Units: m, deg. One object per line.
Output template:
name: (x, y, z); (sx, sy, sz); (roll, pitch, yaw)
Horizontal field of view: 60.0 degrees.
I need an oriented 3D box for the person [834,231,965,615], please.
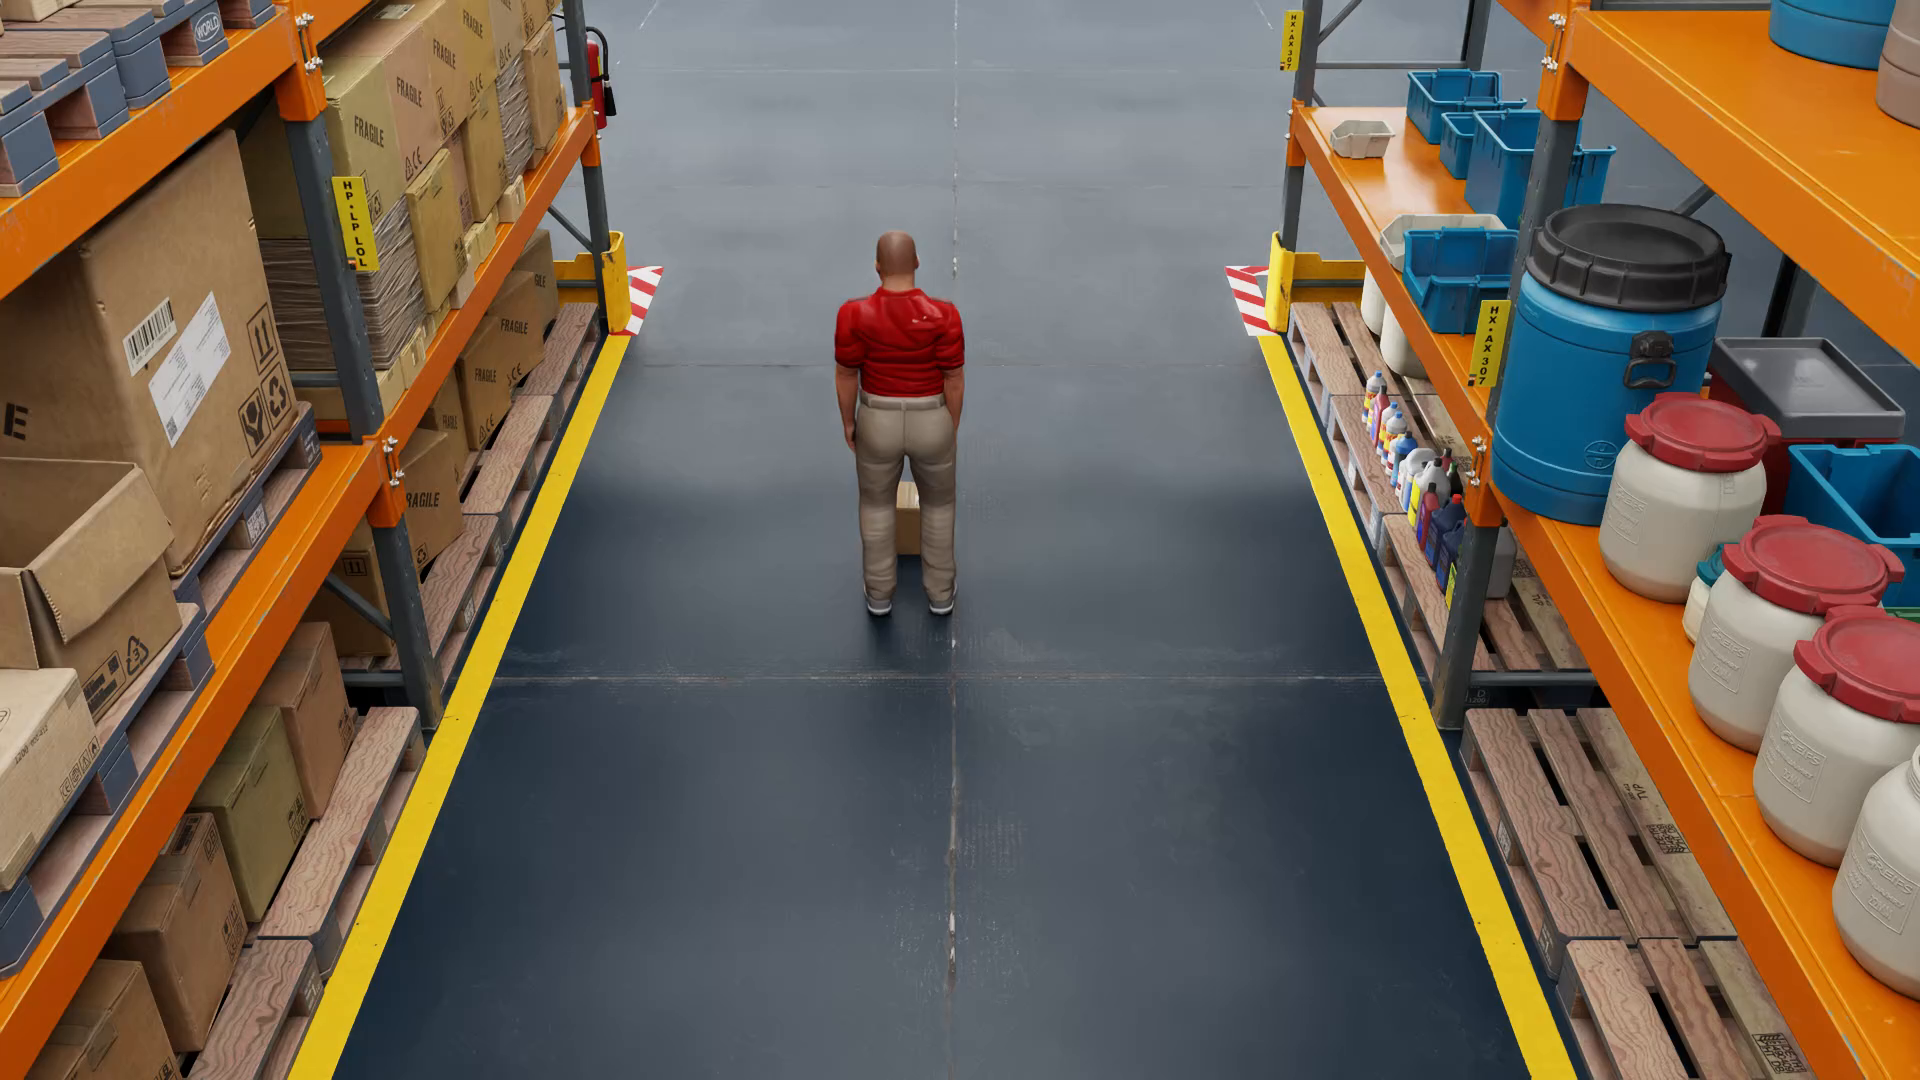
person: (-0.245, -0.477, 6.946); (0.529, 1.721, 0.359); (0, 31, 1)
